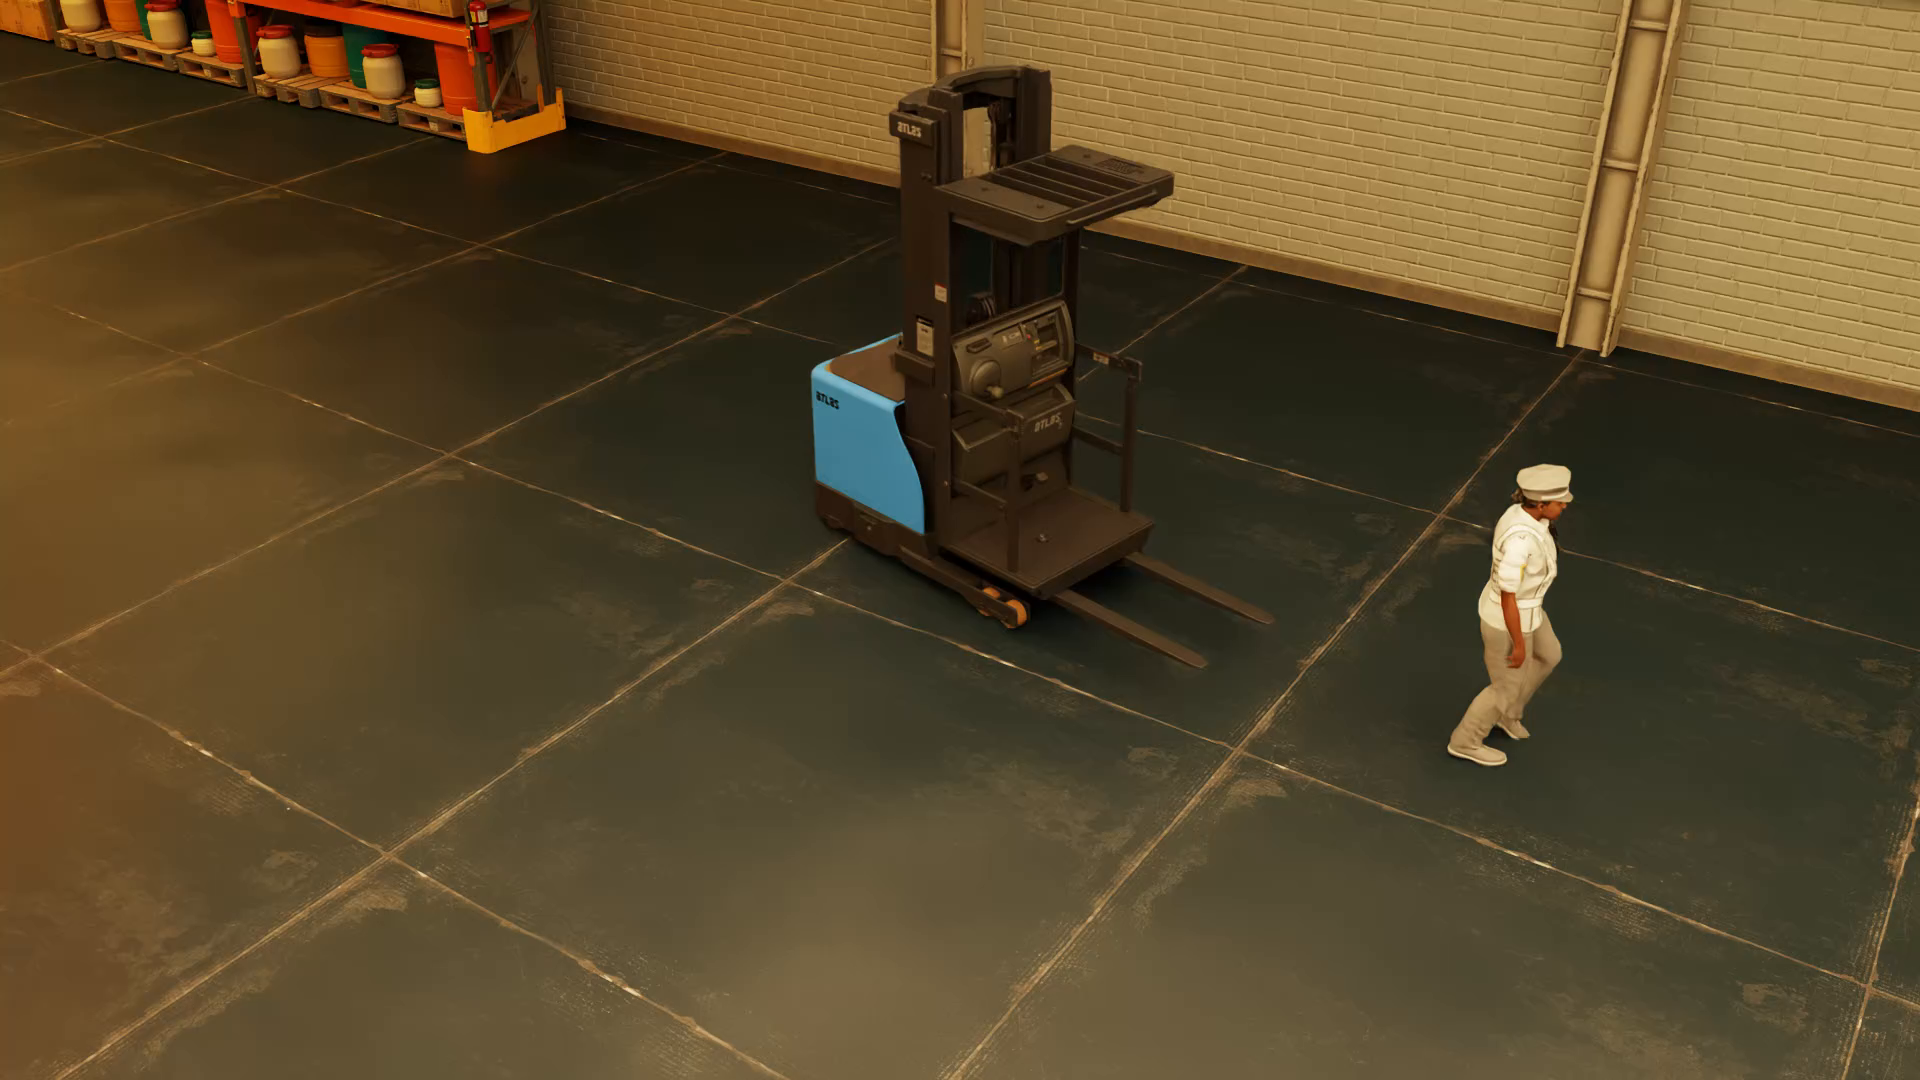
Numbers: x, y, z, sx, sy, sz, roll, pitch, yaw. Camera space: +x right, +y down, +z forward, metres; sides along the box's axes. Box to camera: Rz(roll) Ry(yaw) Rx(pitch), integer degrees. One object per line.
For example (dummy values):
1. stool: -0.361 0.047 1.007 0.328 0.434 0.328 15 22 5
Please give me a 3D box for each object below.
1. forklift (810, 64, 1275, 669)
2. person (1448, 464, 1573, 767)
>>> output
1. forklift: 0.460 -1.048 9.386 1.130 2.935 3.031 -27 39 -38
2. person: 2.771 0.407 8.204 0.478 1.696 0.553 9 31 16
